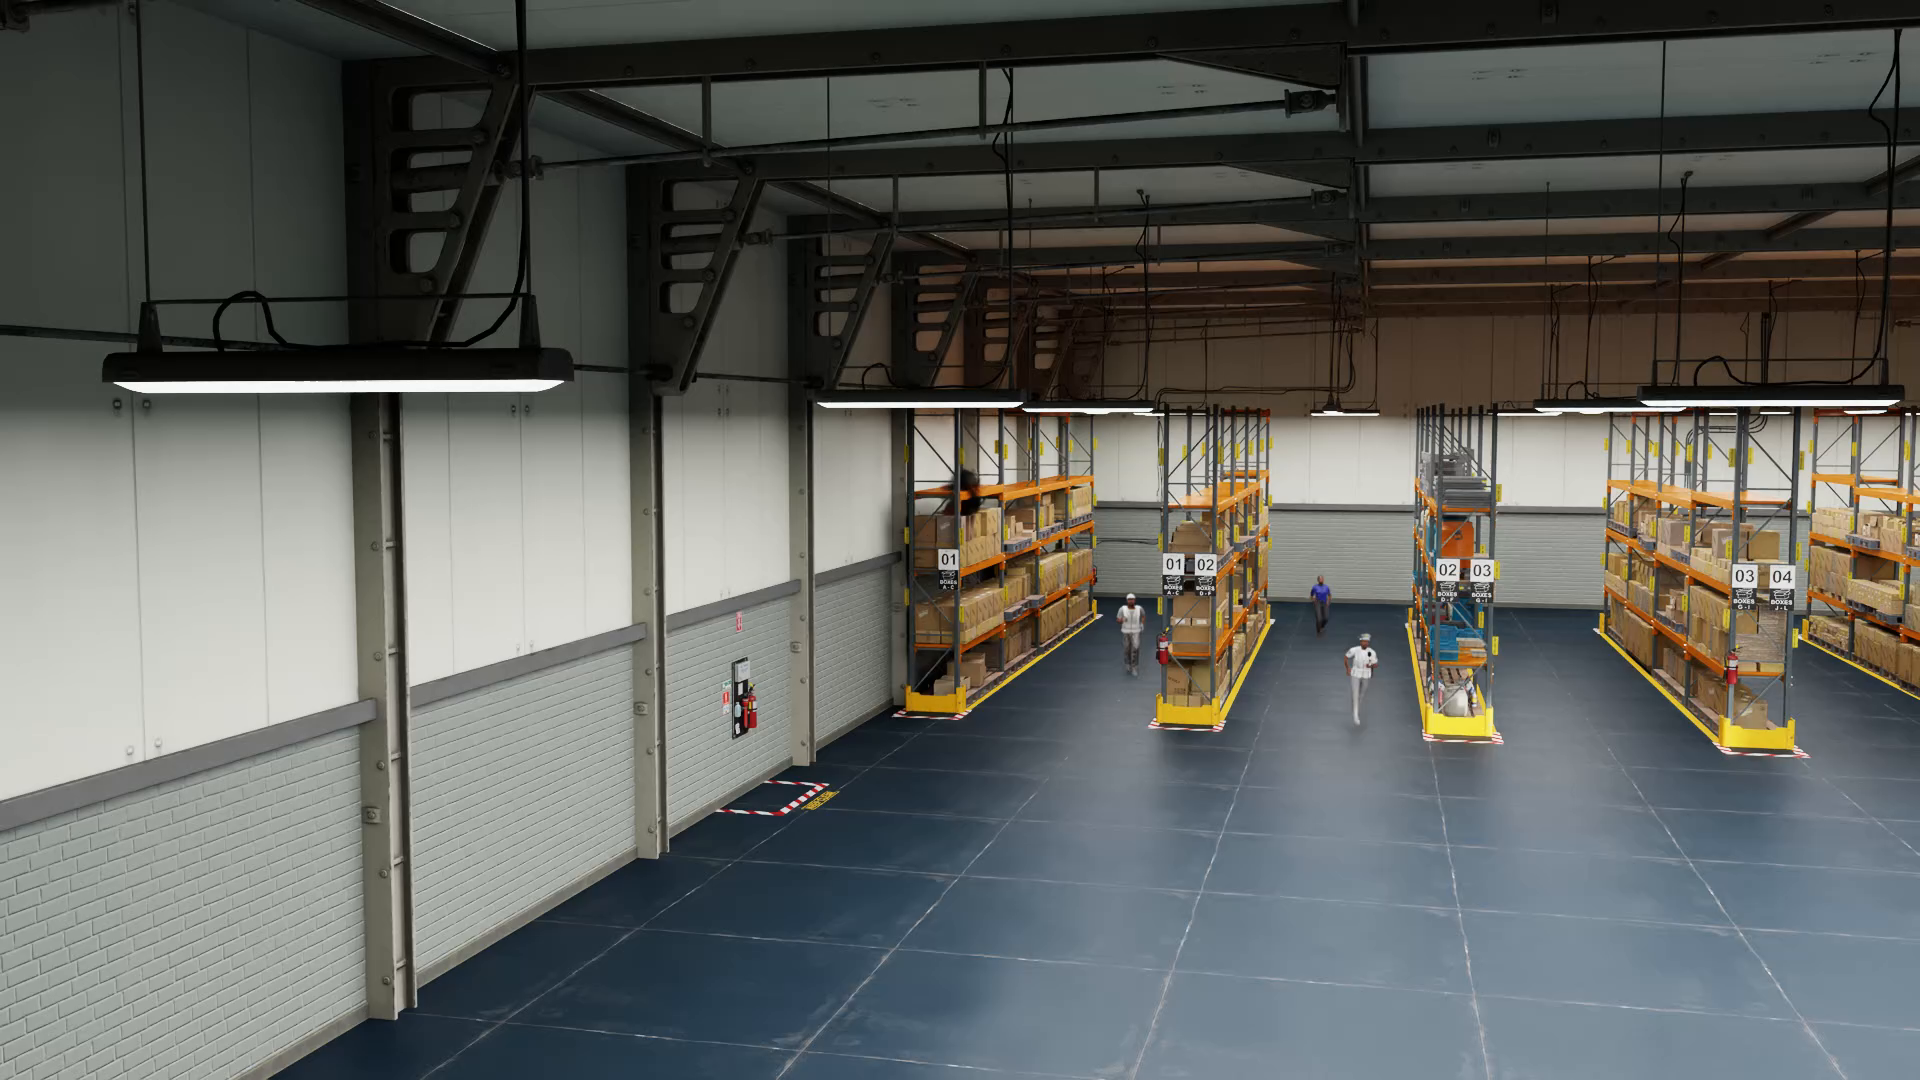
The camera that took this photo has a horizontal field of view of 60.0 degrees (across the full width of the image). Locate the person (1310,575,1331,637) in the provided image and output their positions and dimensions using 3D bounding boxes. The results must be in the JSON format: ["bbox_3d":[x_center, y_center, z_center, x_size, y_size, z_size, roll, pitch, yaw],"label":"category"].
[{"bbox_3d":[9.492,1.737,43.678,0.569,1.608,0.547,0,4,1],"label":"person"}]

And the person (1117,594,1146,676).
[{"bbox_3d":[3.834,2.116,37.269,0.654,1.835,0.735,0,4,5],"label":"person"}]

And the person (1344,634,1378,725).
[{"bbox_3d":[7.536,2.575,31.156,0.593,1.667,0.975,0,4,-1],"label":"person"}]
